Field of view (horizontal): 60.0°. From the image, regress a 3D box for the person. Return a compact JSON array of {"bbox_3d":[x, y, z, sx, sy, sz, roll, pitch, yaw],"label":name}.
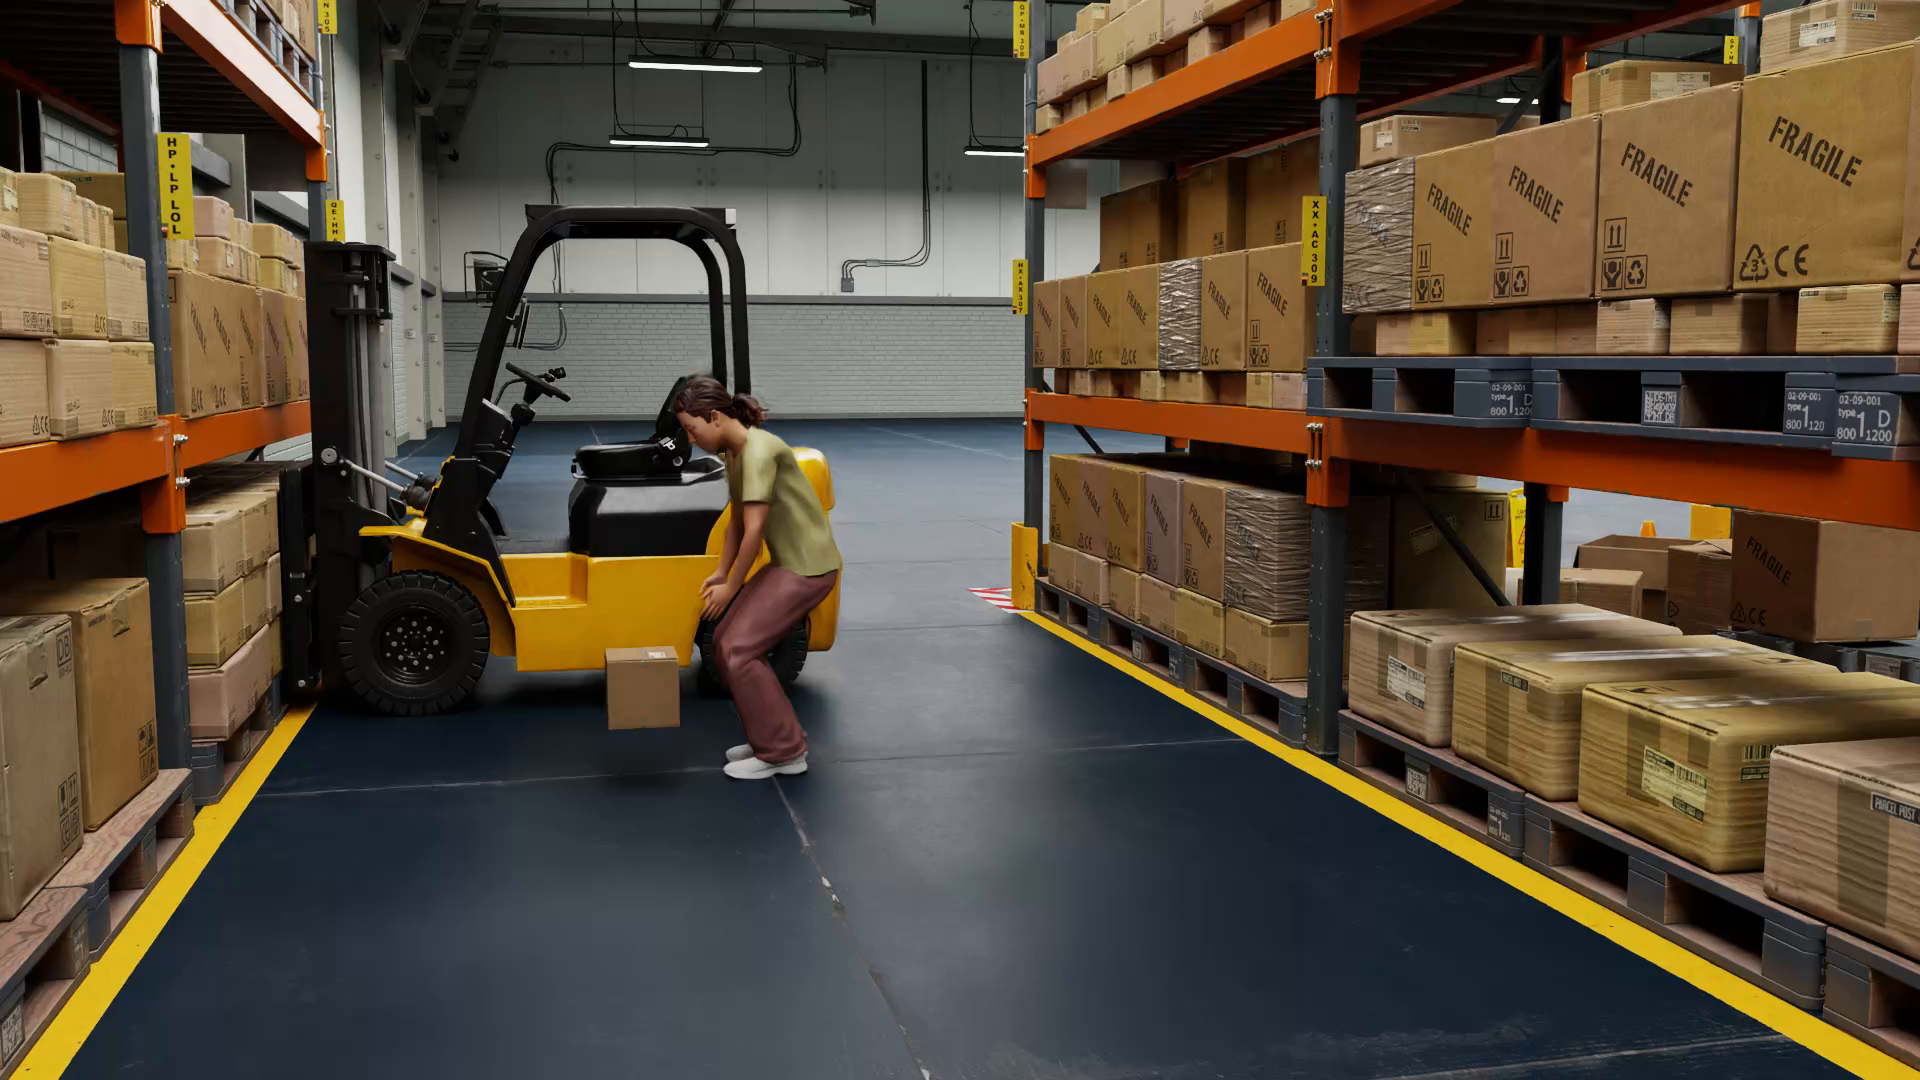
[{"bbox_3d":[-0.728,0.133,6.029,0.595,1.444,0.507,-1,6,-13],"label":"person"}]
